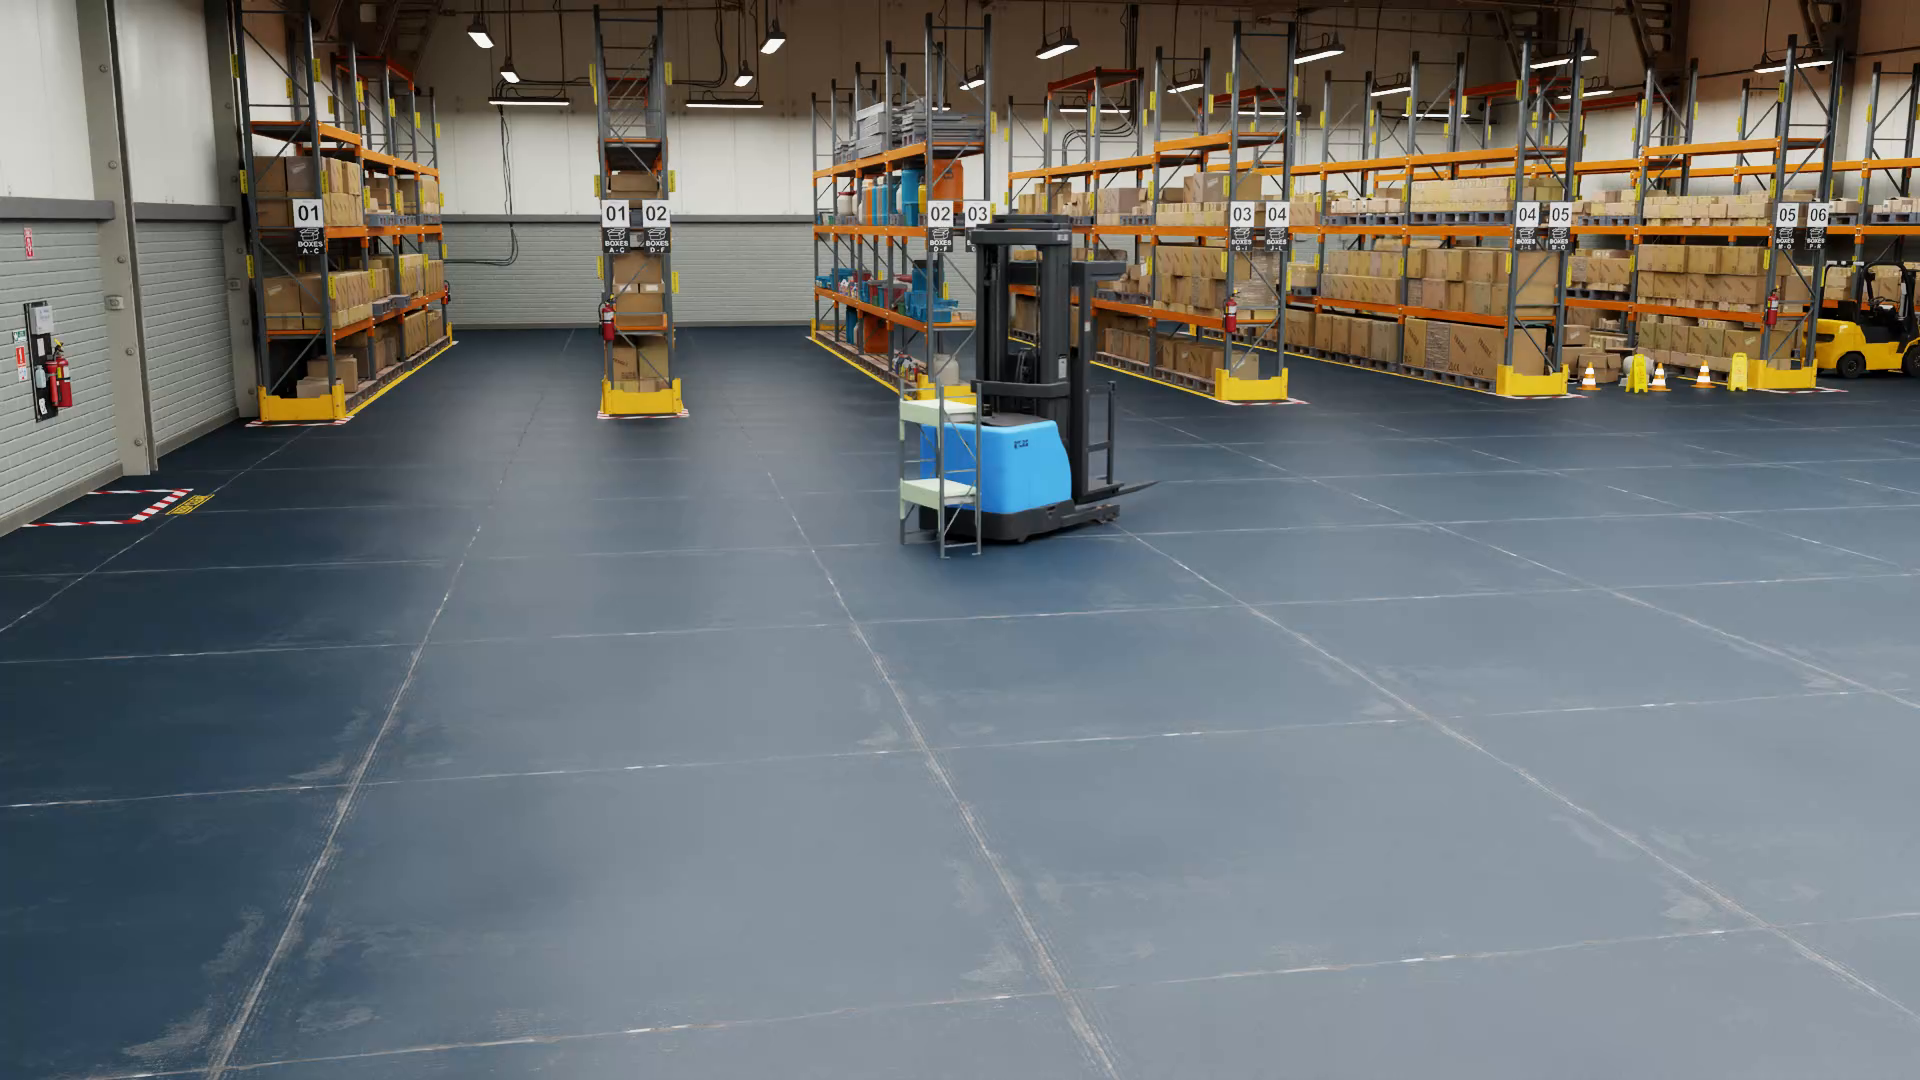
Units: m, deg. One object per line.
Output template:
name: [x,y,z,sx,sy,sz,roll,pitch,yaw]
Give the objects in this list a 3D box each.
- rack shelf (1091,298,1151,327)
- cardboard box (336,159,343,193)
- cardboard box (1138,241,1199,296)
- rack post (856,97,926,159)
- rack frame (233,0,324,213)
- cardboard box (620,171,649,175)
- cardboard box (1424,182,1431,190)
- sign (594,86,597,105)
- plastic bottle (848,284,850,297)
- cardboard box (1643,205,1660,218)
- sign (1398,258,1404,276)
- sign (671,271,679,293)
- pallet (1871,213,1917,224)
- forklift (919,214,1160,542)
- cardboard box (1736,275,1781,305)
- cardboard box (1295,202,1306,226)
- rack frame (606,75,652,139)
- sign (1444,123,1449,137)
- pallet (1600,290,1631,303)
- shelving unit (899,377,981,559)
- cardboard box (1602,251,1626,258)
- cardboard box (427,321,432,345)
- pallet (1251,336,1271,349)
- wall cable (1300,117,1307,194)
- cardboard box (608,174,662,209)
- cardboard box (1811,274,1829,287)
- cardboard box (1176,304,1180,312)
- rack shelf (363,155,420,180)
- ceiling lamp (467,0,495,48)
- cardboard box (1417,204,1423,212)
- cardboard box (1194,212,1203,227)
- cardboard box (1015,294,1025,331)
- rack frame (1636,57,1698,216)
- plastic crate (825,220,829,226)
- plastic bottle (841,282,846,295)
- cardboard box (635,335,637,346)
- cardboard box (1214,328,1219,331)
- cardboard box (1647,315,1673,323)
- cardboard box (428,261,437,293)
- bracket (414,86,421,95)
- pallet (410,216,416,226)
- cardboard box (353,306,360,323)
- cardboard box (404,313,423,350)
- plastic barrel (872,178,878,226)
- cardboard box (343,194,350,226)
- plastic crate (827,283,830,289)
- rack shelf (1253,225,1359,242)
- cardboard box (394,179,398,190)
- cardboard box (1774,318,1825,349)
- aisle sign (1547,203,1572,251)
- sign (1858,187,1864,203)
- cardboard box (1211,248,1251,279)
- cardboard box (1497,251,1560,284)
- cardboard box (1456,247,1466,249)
rack shelf: [3.666,-4.548,33.047,1.077,0.370,4.000,-2,11,-11]
cardboard box: [-9.738,-5.551,25.377,0.500,0.500,0.500,-2,11,-9]
cardboard box: [4.038,-5.187,31.750,1.000,1.000,1.000,-2,11,-11]
rack post: [-1.270,-7.758,31.408,1.013,1.000,3.121,-2,11,-11]
rack frame: [-9.743,-6.208,23.798,1.000,3.000,0.127,-2,11,-11]
cardboard box: [-5.744,-6.264,29.390,0.500,0.500,0.500,-2,11,-10]
cardboard box: [8.778,-6.522,30.618,0.380,0.149,0.250,-2,11,-12]
sign: [-6.192,-7.598,28.393,0.100,0.325,0.005,-2,11,-11]
plastic bottle: [-2.362,-5.358,35.688,0.061,0.283,0.133,-2,11,-11]
cardboard box: [13.593,-6.350,32.176,0.500,0.250,0.500,-2,11,-12]
sign: [8.410,-5.205,31.689,0.100,0.325,0.005,-2,11,-11]
sign: [-4.339,-3.925,25.321,0.100,0.325,0.005,-2,11,-11]
pallet: [18.836,-6.351,32.809,1.003,0.211,1.213,-2,11,-11]
forklift: [0.903,-1.643,16.046,1.130,2.935,3.031,8,13,36]
cardboard box: [14.178,-4.446,29.525,0.500,0.500,0.500,-2,11,-12]
cardboard box: [7.692,-7.140,36.449,0.500,0.500,0.500,-2,11,-11]
rack frame: [-7.218,-8.590,36.312,1.000,3.000,0.127,-2,11,-11]
sign: [11.671,-9.830,39.910,0.100,0.325,0.005,-2,11,-11]
pallet: [13.770,-4.946,33.729,1.003,0.211,1.213,-2,11,-11]
shelving unit: [-0.179,-0.650,14.653,0.431,1.500,0.755,-6,12,-29]
cardboard box: [13.318,-5.818,33.873,0.380,0.149,0.250,-2,11,-13]
cardboard box: [-12.122,-4.581,36.857,0.700,0.500,0.500,-2,11,-10]
pallet: [7.537,-4.651,39.123,1.003,0.211,1.213,-2,11,-11]
wall cable: [10.060,-11.076,49.376,0.463,3.000,0.029,-2,11,-11]
cardboard box: [-4.992,-5.346,25.522,0.797,0.503,0.637,-1,11,-7]
cardboard box: [18.191,-5.423,34.784,0.500,0.250,0.500,-2,11,-12]
cardboard box: [4.069,-4.133,29.612,0.380,0.149,0.250,-2,11,-11]
rack shelf: [-11.688,-7.492,33.539,1.077,0.370,4.000,-2,11,-11]
ceiling lamp: [-7.742,-9.886,27.514,0.800,3.185,2.000,-2,11,-11]
cardboard box: [8.730,-6.176,30.933,0.380,0.149,0.250,-2,11,-11]
cardboard box: [4.299,-5.466,28.324,0.500,0.250,0.500,-2,11,-10]
cardboard box: [1.925,-5.784,42.174,0.875,0.875,0.875,-2,11,-11]
rack frame: [13.776,-7.842,32.386,1.000,3.000,0.127,-2,11,-11]
plastic crate: [-2.980,-7.385,38.713,0.293,0.136,0.466,-2,11,-11]
plastic bottle: [-2.571,-5.595,36.956,0.152,0.276,0.135,-2,11,-11]
cardboard box: [-6.853,-4.060,34.067,0.500,0.500,0.500,-2,11,-9]
cardboard box: [6.629,-5.362,41.902,0.380,0.149,0.250,-3,11,-14]
cardboard box: [13.592,-4.295,32.281,0.380,0.149,0.250,-2,11,-10]
cardboard box: [-12.454,-5.976,37.824,0.980,0.700,0.700,-3,11,-14]
bracket: [-14.422,-11.898,44.068,0.235,0.232,0.430,-2,11,-11]
pallet: [-11.850,-6.675,34.786,0.805,0.209,1.217,-3,11,-13]
cardboard box: [-9.831,-3.579,26.380,0.500,0.250,0.500,-2,11,-10]
cardboard box: [-11.647,-4.334,34.627,0.750,0.750,0.750,-2,11,-9]
plastic barrel: [-1.369,-6.400,31.488,0.600,0.901,0.708,-2,11,-11]
cardboard box: [-9.862,-5.156,25.974,0.500,0.500,0.500,-1,11,-7]
plastic crate: [-2.992,-6.030,39.455,0.293,0.136,0.466,-2,11,-11]
rack shelf: [7.773,-6.917,37.472,1.077,0.370,4.000,-2,11,-11]
cardboard box: [-12.034,-7.403,34.649,0.500,0.250,0.500,-1,11,-7]
cardboard box: [18.240,-4.492,36.055,0.875,0.625,0.625,-3,11,-13]
aisle sign: [10.026,-5.238,27.795,0.394,0.787,0.004,-2,11,-11]
sign: [18.114,-6.937,33.427,0.100,0.325,0.005,-2,11,-11]
cardboard box: [4.484,-4.579,27.551,0.500,0.500,0.500,-2,11,-11]
cardboard box: [9.684,-4.637,28.299,0.875,0.550,0.550,-2,11,-11]
cardboard box: [12.150,-6.719,39.589,0.500,0.500,0.500,-2,11,-11]
